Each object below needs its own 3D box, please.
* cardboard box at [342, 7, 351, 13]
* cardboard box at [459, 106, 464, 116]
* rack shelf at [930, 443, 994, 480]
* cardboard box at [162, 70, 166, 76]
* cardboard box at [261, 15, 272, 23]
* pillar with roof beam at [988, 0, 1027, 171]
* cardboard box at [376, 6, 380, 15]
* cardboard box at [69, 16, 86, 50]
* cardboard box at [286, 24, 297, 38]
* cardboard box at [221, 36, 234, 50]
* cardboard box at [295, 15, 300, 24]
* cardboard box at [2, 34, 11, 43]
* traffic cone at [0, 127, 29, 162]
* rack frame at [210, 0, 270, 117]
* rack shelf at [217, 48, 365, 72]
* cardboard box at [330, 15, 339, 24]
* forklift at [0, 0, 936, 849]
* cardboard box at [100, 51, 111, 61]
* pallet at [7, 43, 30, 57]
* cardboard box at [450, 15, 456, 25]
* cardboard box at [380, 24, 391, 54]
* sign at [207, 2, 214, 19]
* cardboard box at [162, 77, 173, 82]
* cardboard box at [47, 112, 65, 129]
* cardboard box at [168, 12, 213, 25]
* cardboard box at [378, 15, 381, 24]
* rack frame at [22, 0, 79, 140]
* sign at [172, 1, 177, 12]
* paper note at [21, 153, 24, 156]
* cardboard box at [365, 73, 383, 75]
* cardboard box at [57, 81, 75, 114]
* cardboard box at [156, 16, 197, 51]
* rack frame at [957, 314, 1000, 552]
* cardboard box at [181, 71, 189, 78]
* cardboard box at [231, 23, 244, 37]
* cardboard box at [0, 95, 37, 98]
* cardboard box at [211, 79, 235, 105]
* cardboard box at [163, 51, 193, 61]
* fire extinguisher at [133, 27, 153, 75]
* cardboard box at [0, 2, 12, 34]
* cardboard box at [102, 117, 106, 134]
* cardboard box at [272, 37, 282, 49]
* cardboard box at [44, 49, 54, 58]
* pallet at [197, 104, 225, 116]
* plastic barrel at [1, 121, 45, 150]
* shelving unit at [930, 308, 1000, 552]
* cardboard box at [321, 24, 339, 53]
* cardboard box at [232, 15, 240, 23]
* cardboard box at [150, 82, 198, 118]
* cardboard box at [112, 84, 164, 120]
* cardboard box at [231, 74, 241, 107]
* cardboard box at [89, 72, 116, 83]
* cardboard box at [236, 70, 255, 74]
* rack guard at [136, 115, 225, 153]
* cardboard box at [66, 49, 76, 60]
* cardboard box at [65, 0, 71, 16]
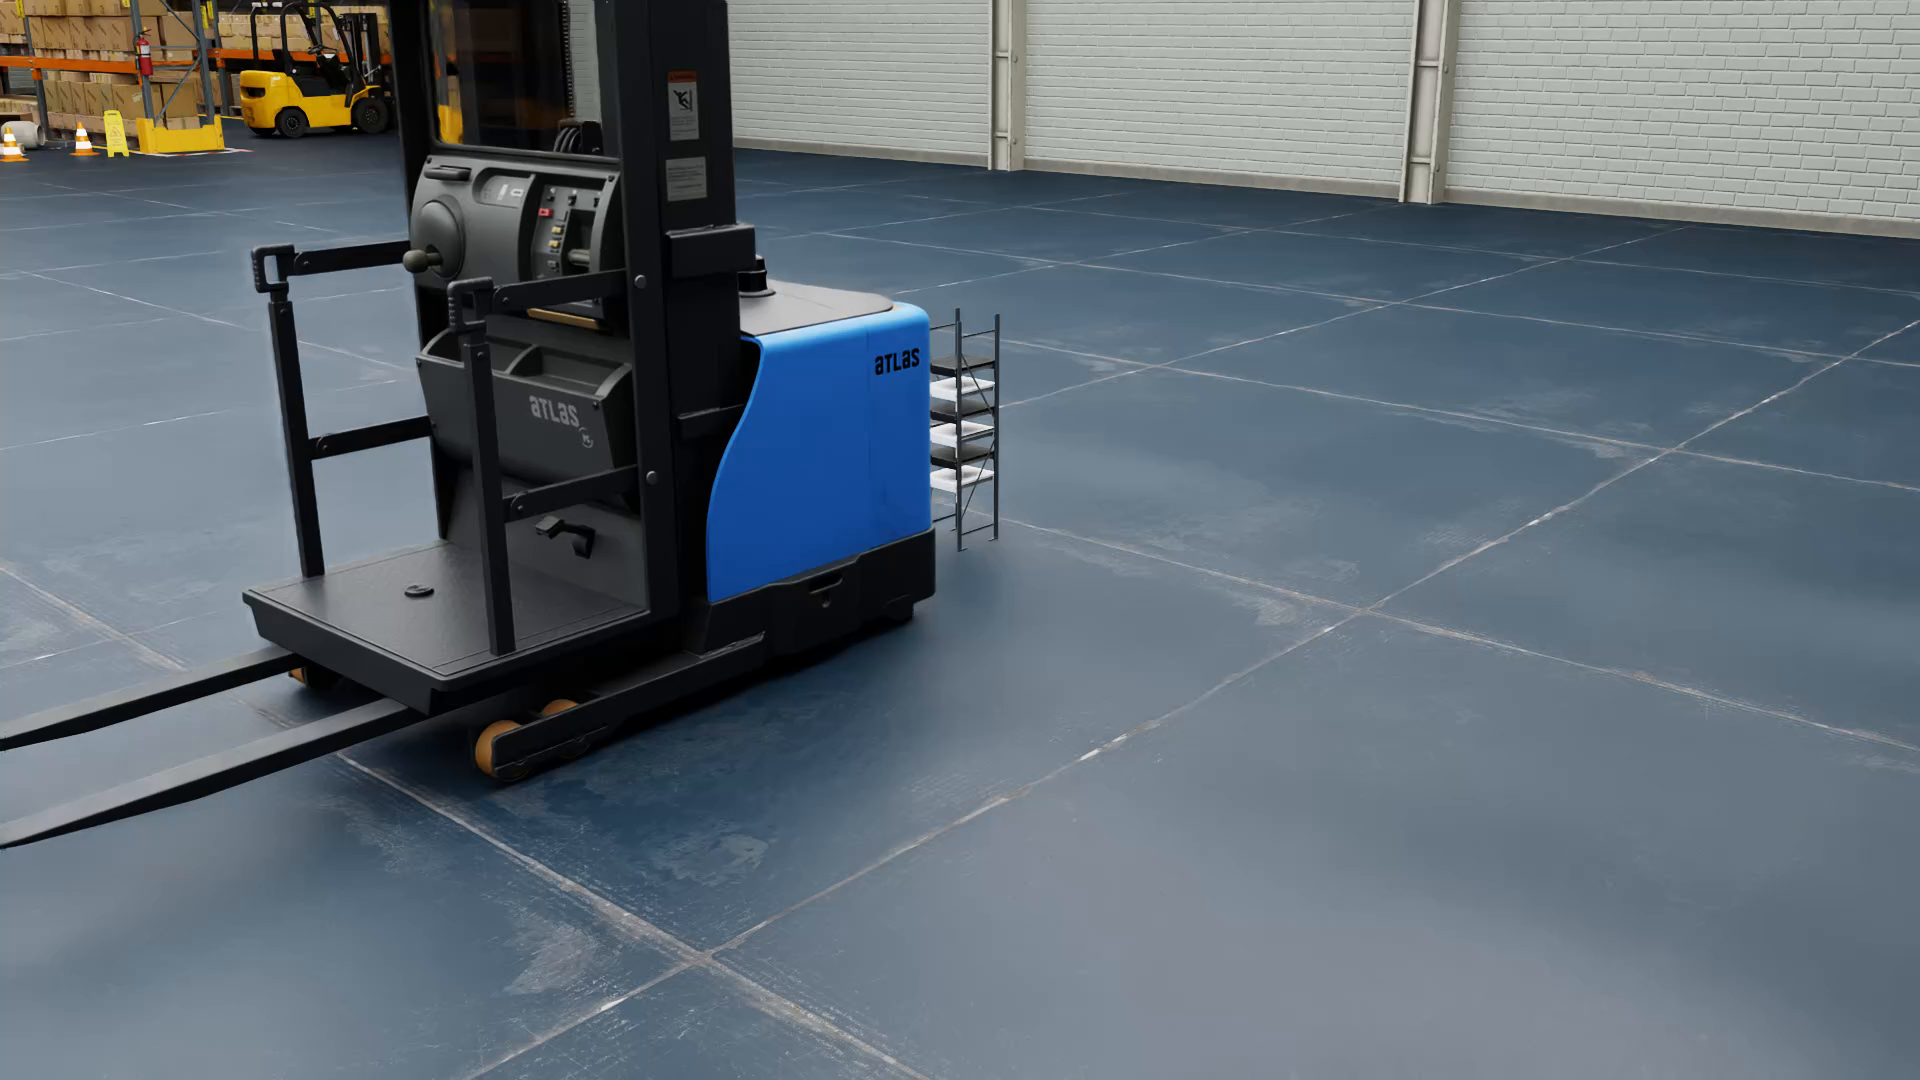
[{"bbox_3d":[-10.807,-9.459,29.728,0.250,0.149,0.380,16,23,40],"label":"cardboard box"},{"bbox_3d":[-8.671,-7.477,29.064,0.500,0.250,0.500,15,23,39],"label":"cardboard box"},{"bbox_3d":[-0.006,-0.313,6.518,0.200,0.077,0.258,15,23,39],"label":"rack shelf"},{"bbox_3d":[-16.645,-9.901,35.215,0.250,0.149,0.380,15,23,38],"label":"cardboard box"},{"bbox_3d":[-13.053,-9.908,31.636,0.250,0.149,0.380,14,23,38],"label":"cardboard box"},{"bbox_3d":[-2.238,-8.264,17.776,0.400,9.000,9.100,15,23,39],"label":"pillar with roof beam"},{"bbox_3d":[-9.993,-9.274,29.146,0.250,0.149,0.380,15,23,40],"label":"cardboard box"},{"bbox_3d":[-13.424,-7.866,25.780,0.500,0.500,0.500,15,23,40],"label":"cardboard box"},{"bbox_3d":[-12.352,-9.557,31.188,0.500,0.250,0.500,14,23,38],"label":"cardboard box"},{"bbox_3d":[-14.247,-9.835,32.890,0.500,0.250,0.500,15,23,39],"label":"cardboard box"},{"bbox_3d":[-12.181,-9.732,31.079,0.250,0.149,0.380,15,23,39],"label":"cardboard box"},{"bbox_3d":[-15.688,-8.346,27.671,0.250,0.149,0.380,15,23,38],"label":"cardboard box"},{"bbox_3d":[-13.386,-5.587,23.450,0.334,0.463,0.336,15,23,39],"label":"traffic cone"},{"bbox_3d":[-14.417,-10.051,33.322,0.127,3.000,1.000,15,23,39],"label":"rack frame"},{"bbox_3d":[-12.921,-9.306,32.166,4.000,0.370,1.077,15,23,39],"label":"rack shelf"},{"bbox_3d":[-11.167,-9.429,30.127,0.250,0.149,0.380,16,23,41],"label":"cardboard box"},{"bbox_3d":[-1.428,-0.909,4.630,1.130,2.935,3.031,15,23,39],"label":"forklift"},{"bbox_3d":[-12.801,-7.355,25.242,0.250,0.149,0.380,16,23,40],"label":"cardboard box"},{"bbox_3d":[-15.192,-8.219,27.867,1.213,0.211,1.003,15,23,39],"label":"pallet"},{"bbox_3d":[-8.515,-8.928,28.547,0.250,0.149,0.380,14,23,38],"label":"cardboard box"},{"bbox_3d":[-9.741,-8.741,29.029,0.500,0.500,0.500,14,23,38],"label":"cardboard box"},{"bbox_3d":[-14.770,-10.440,32.766,0.005,0.325,0.100,15,23,39],"label":"sign"},{"bbox_3d":[-16.421,-9.509,35.053,0.500,0.500,0.500,14,22,38],"label":"cardboard box"},{"bbox_3d":[-14.455,-6.834,27.037,0.500,0.250,0.500,14,22,37],"label":"cardboard box"},{"bbox_3d":[-15.761,-10.586,34.144,0.637,0.503,0.797,14,23,38],"label":"cardboard box"},{"bbox_3d":[-9.982,-9.130,29.184,0.250,0.149,0.380,15,23,39],"label":"cardboard box"},{"bbox_3d":[-14.717,-8.124,27.251,0.127,3.000,1.000,15,23,39],"label":"rack frame"},{"bbox_3d":[-17.043,-11.532,36.076,0.005,0.325,0.100,15,23,39],"label":"sign"},{"bbox_3d":[-13.754,-5.645,24.348,0.142,0.019,0.148,7,19,21],"label":"paper note"},{"bbox_3d":[-10.516,-8.243,29.826,0.500,0.250,0.500,16,24,41],"label":"cardboard box"},{"bbox_3d":[-14.047,-7.086,26.594,0.500,0.500,0.500,16,24,41],"label":"cardboard box"},{"bbox_3d":[-11.896,-7.668,25.157,0.500,0.500,0.500,15,23,38],"label":"cardboard box"},{"bbox_3d":[0.070,-0.410,6.416,0.006,0.900,0.240,15,23,39],"label":"rack frame"},{"bbox_3d":[-15.928,-9.683,34.530,0.250,0.149,0.380,14,22,37],"label":"cardboard box"},{"bbox_3d":[-13.874,-9.972,32.497,0.500,0.250,0.500,16,24,41],"label":"cardboard box"},{"bbox_3d":[-16.736,-7.613,29.290,0.625,0.372,0.950,14,23,38],"label":"cardboard box"},{"bbox_3d":[-14.876,-9.096,33.751,0.500,0.500,0.500,16,24,41],"label":"cardboard box"},{"bbox_3d":[-11.842,-7.316,25.121,0.250,0.149,0.380,15,23,39],"label":"cardboard box"},{"bbox_3d":[-11.946,-7.157,24.331,0.183,0.674,0.296,15,23,39],"label":"fire extinguisher"},{"bbox_3d":[-15.587,-8.654,27.569,0.500,0.500,0.500,15,23,40],"label":"cardboard box"},{"bbox_3d":[-12.891,-6.417,25.726,0.500,0.250,0.500,15,23,39],"label":"cardboard box"},{"bbox_3d":[-12.707,-9.424,31.597,0.500,0.250,0.500,15,23,40],"label":"cardboard box"},{"bbox_3d":[-14.471,-7.829,26.738,0.250,0.149,0.380,16,24,41],"label":"cardboard box"},{"bbox_3d":[-14.950,-8.880,34.244,1.213,0.211,1.003,15,23,39],"label":"pallet"},{"bbox_3d":[-14.275,-6.165,25.337,0.512,0.421,0.421,-3,18,-8],"label":"plastic barrel"},{"bbox_3d":[-0.006,-0.431,6.481,0.210,0.900,0.258,15,23,39],"label":"shelving unit"},{"bbox_3d":[-11.267,-9.147,30.310,0.500,0.500,0.500,14,22,38],"label":"cardboard box"},{"bbox_3d":[-13.965,-10.178,32.485,0.250,0.149,0.380,16,24,41],"label":"cardboard box"},{"bbox_3d":[-12.164,-6.797,25.681,0.500,0.500,0.500,14,22,37],"label":"cardboard box"},{"bbox_3d":[-12.498,-6.670,25.280,0.500,0.500,0.500,15,23,40],"label":"cardboard box"},{"bbox_3d":[-13.960,-8.991,33.214,0.625,0.625,0.875,16,24,41],"label":"cardboard box"},{"bbox_3d":[-13.199,-7.142,25.696,0.250,0.149,0.380,16,24,42],"label":"cardboard box"},{"bbox_3d":[-14.600,-9.544,34.091,0.250,0.149,0.380,17,24,42],"label":"cardboard box"},{"bbox_3d":[-11.782,-6.144,25.146,0.348,0.500,1.175,15,23,39],"label":"rack guard"},{"bbox_3d":[-13.744,-7.609,26.045,0.250,0.149,0.380,15,23,40],"label":"cardboard box"},{"bbox_3d":[-13.357,-8.354,25.666,0.500,0.500,0.700,15,23,39],"label":"cardboard box"}]
